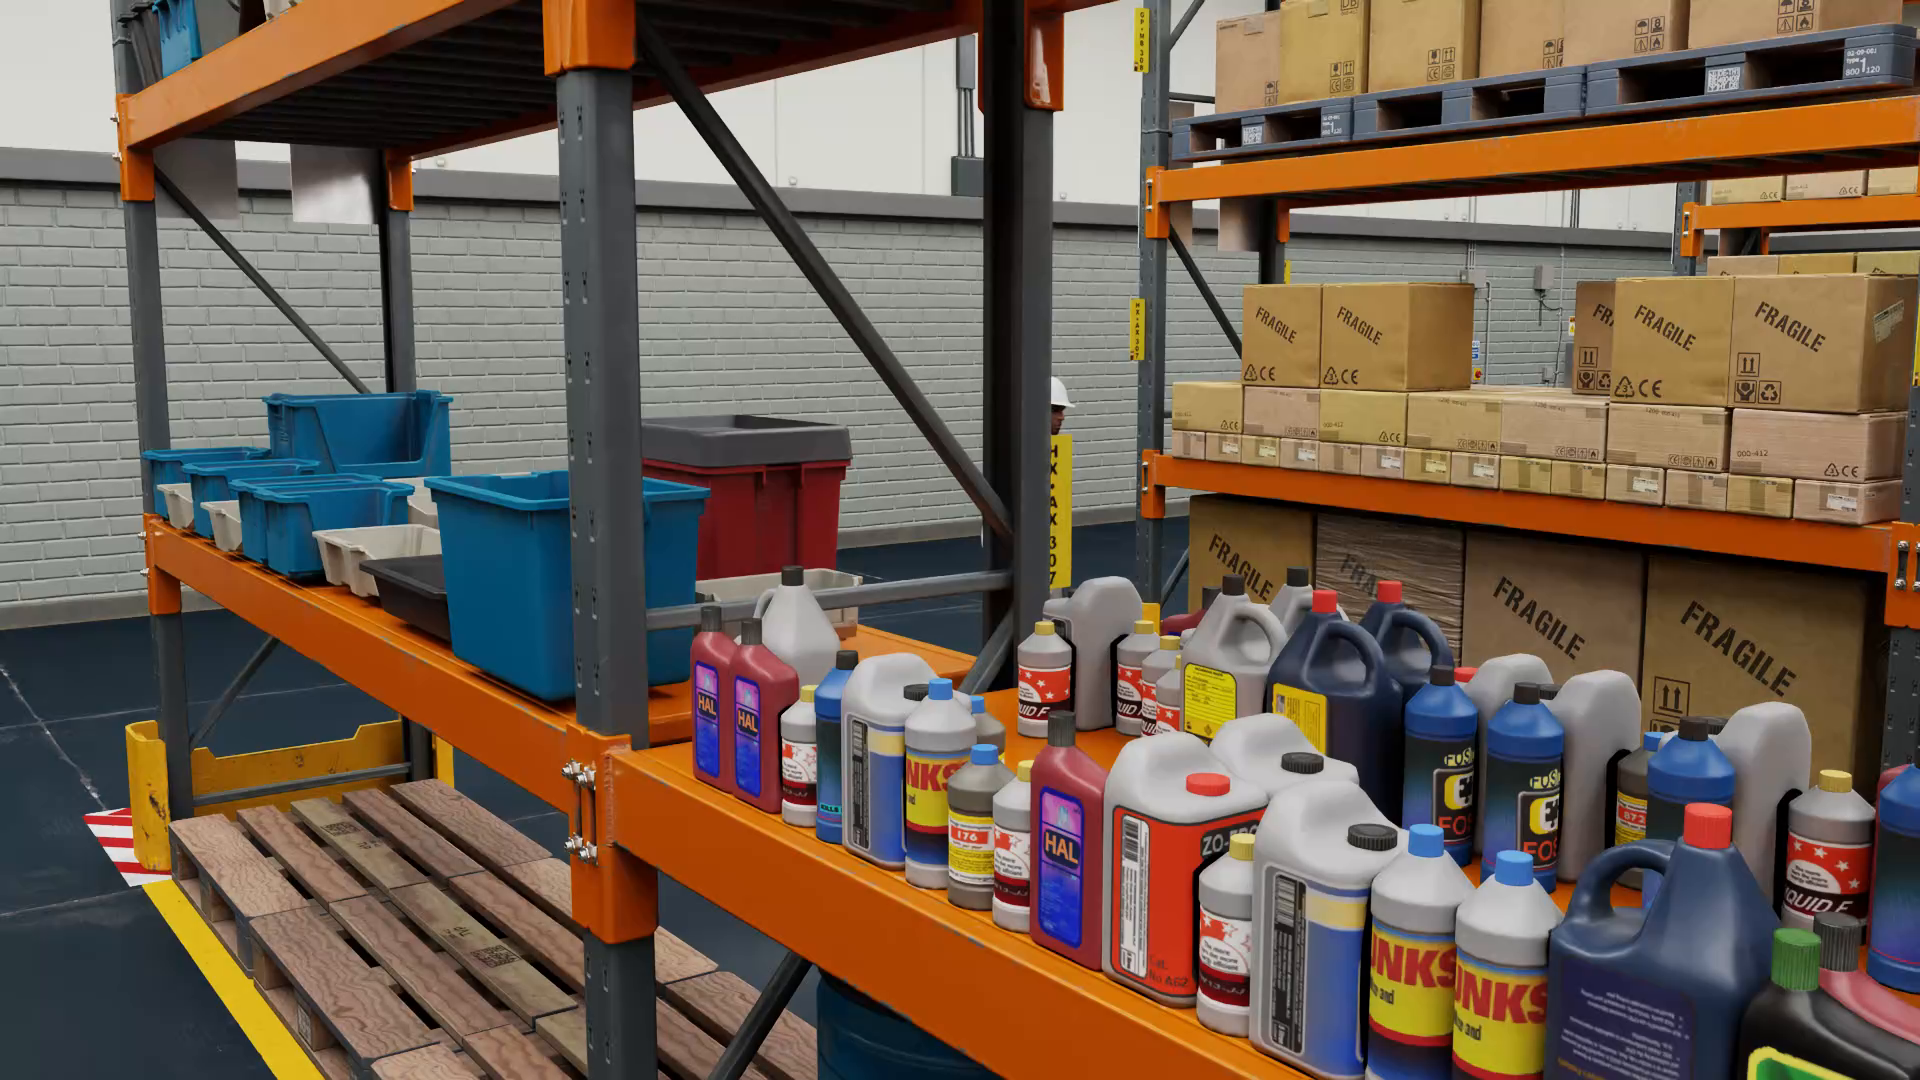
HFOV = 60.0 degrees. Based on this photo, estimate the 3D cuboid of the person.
[{"bbox_3d":[0.354,0.059,8.312,0.461,1.756,0.626,6,10,38],"label":"person"}]
